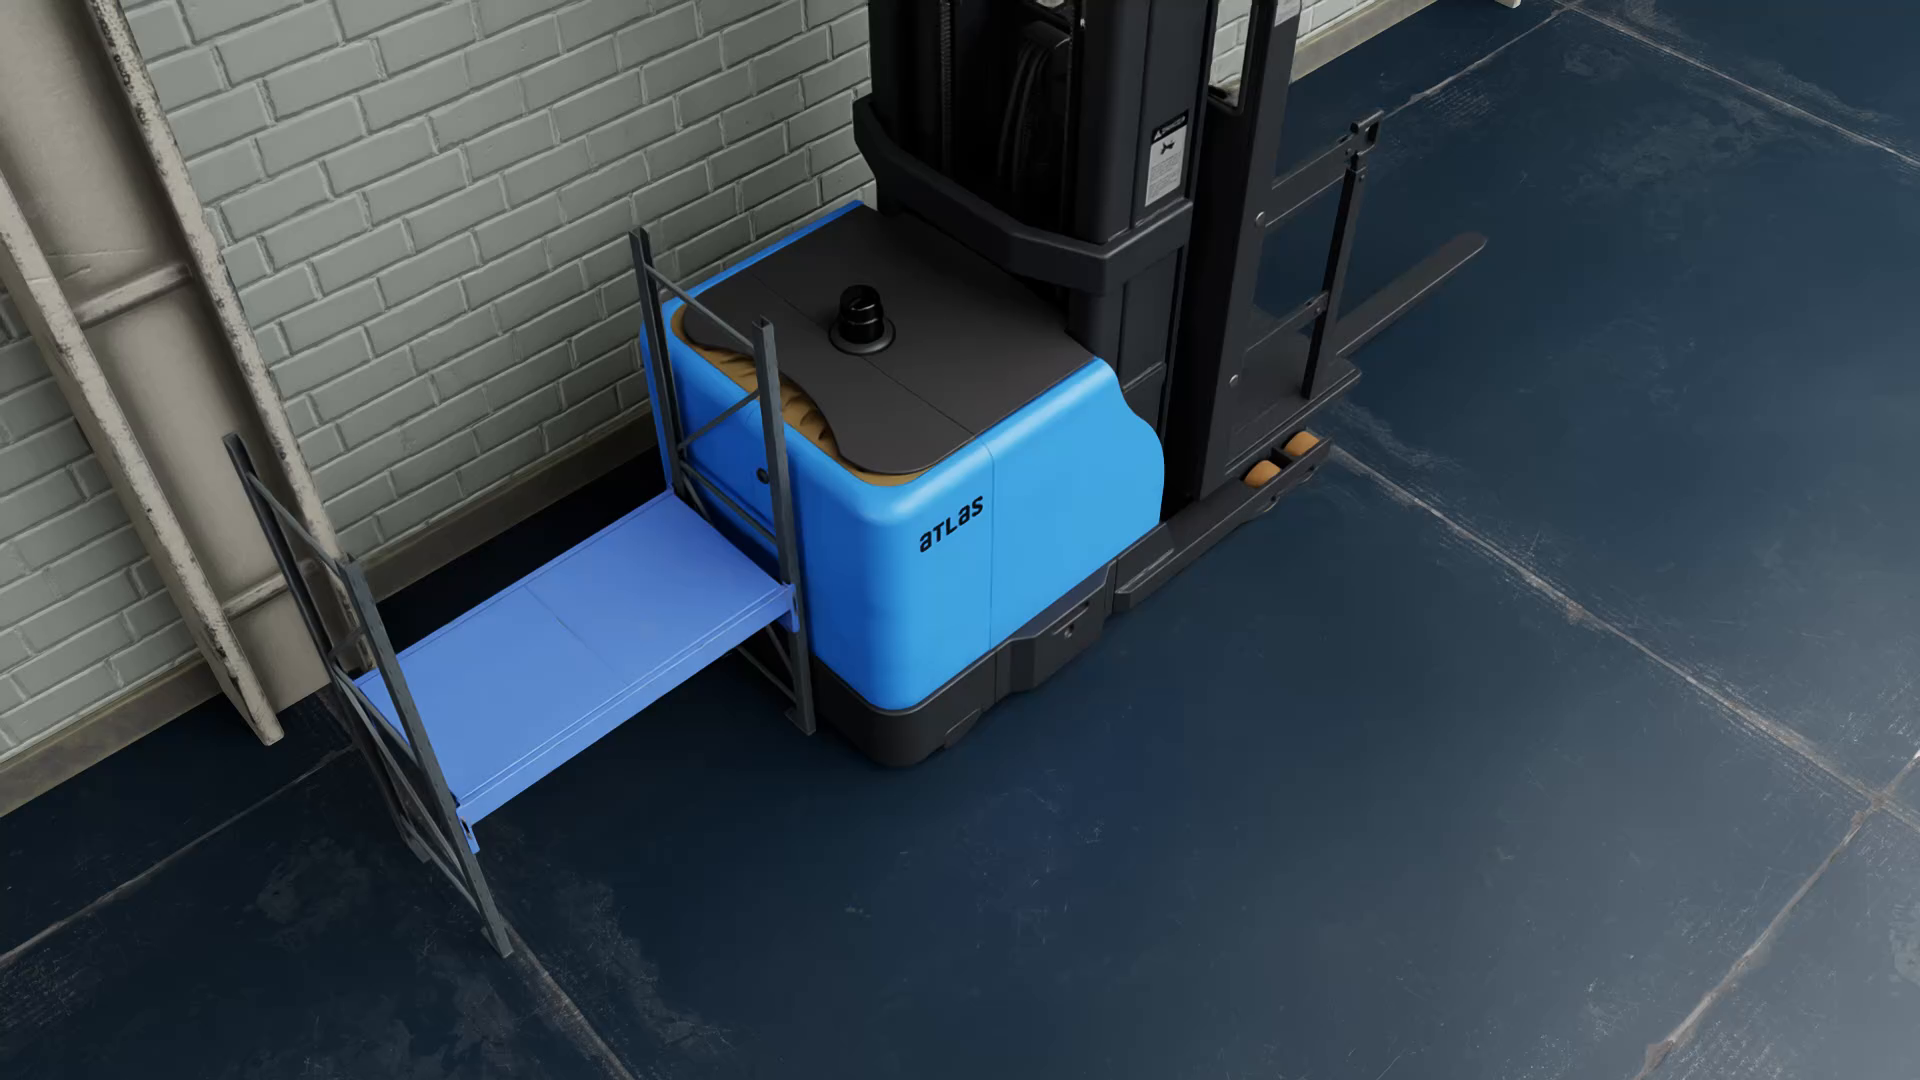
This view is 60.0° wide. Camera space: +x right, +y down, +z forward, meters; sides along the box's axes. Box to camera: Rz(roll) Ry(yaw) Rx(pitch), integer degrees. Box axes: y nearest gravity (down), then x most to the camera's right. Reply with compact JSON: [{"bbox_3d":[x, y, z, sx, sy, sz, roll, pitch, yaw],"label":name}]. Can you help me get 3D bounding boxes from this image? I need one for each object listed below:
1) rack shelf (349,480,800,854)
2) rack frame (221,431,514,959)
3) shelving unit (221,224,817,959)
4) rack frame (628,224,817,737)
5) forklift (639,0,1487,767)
[{"bbox_3d":[-0.961,0.289,4.207,1.000,0.185,0.538,-35,56,-28],"label":"rack shelf"},{"bbox_3d":[-1.329,0.425,3.837,0.032,1.500,0.500,-35,56,-28],"label":"rack frame"},{"bbox_3d":[-0.961,0.168,4.075,1.048,1.500,0.538,-35,56,-28],"label":"shelving unit"},{"bbox_3d":[-0.592,-0.090,4.312,0.032,1.500,0.500,-35,56,-28],"label":"rack frame"},{"bbox_3d":[0.560,-1.333,4.486,3.031,2.935,1.130,-35,56,-28],"label":"forklift"}]
